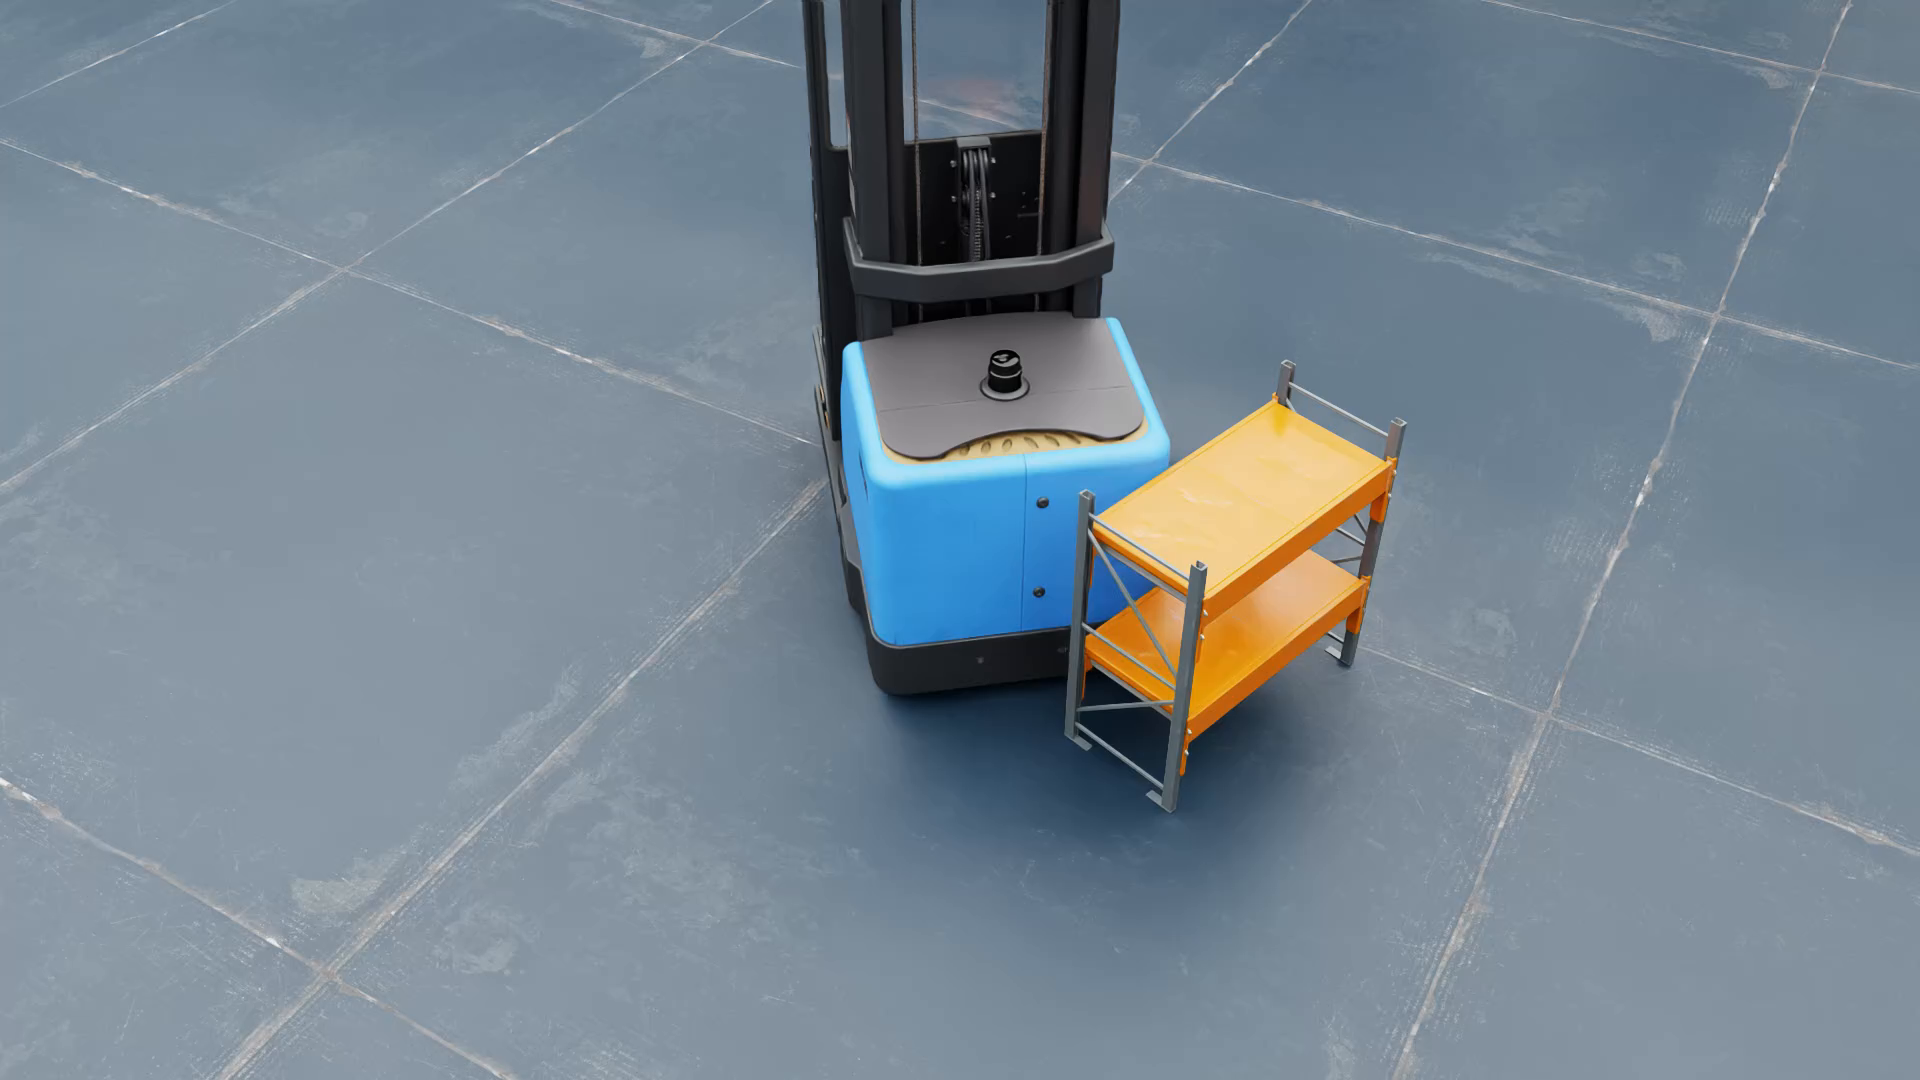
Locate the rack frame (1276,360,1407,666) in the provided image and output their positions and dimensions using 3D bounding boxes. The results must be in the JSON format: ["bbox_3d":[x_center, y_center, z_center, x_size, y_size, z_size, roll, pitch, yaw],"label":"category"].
[{"bbox_3d":[1.291,-0.077,5.986,0.032,1.125,0.500,-32,51,-31],"label":"rack frame"}]

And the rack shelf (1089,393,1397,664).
[{"bbox_3d":[0.924,-0.064,5.529,1.000,0.278,0.538,-32,51,-31],"label":"rack shelf"}]

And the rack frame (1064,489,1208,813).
[{"bbox_3d":[0.557,0.388,5.459,0.032,1.125,0.500,-32,51,-31],"label":"rack frame"}]

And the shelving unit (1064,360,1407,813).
[{"bbox_3d":[0.924,0.155,5.723,1.048,1.125,0.538,-32,51,-31],"label":"shelving unit"}]

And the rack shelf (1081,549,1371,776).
[{"bbox_3d":[0.924,0.339,5.884,1.000,0.278,0.538,-32,51,-31],"label":"rack shelf"}]

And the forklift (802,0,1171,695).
[{"bbox_3d":[-0.034,-1.519,6.258,1.130,2.935,3.031,-6,42,-7],"label":"forklift"}]
